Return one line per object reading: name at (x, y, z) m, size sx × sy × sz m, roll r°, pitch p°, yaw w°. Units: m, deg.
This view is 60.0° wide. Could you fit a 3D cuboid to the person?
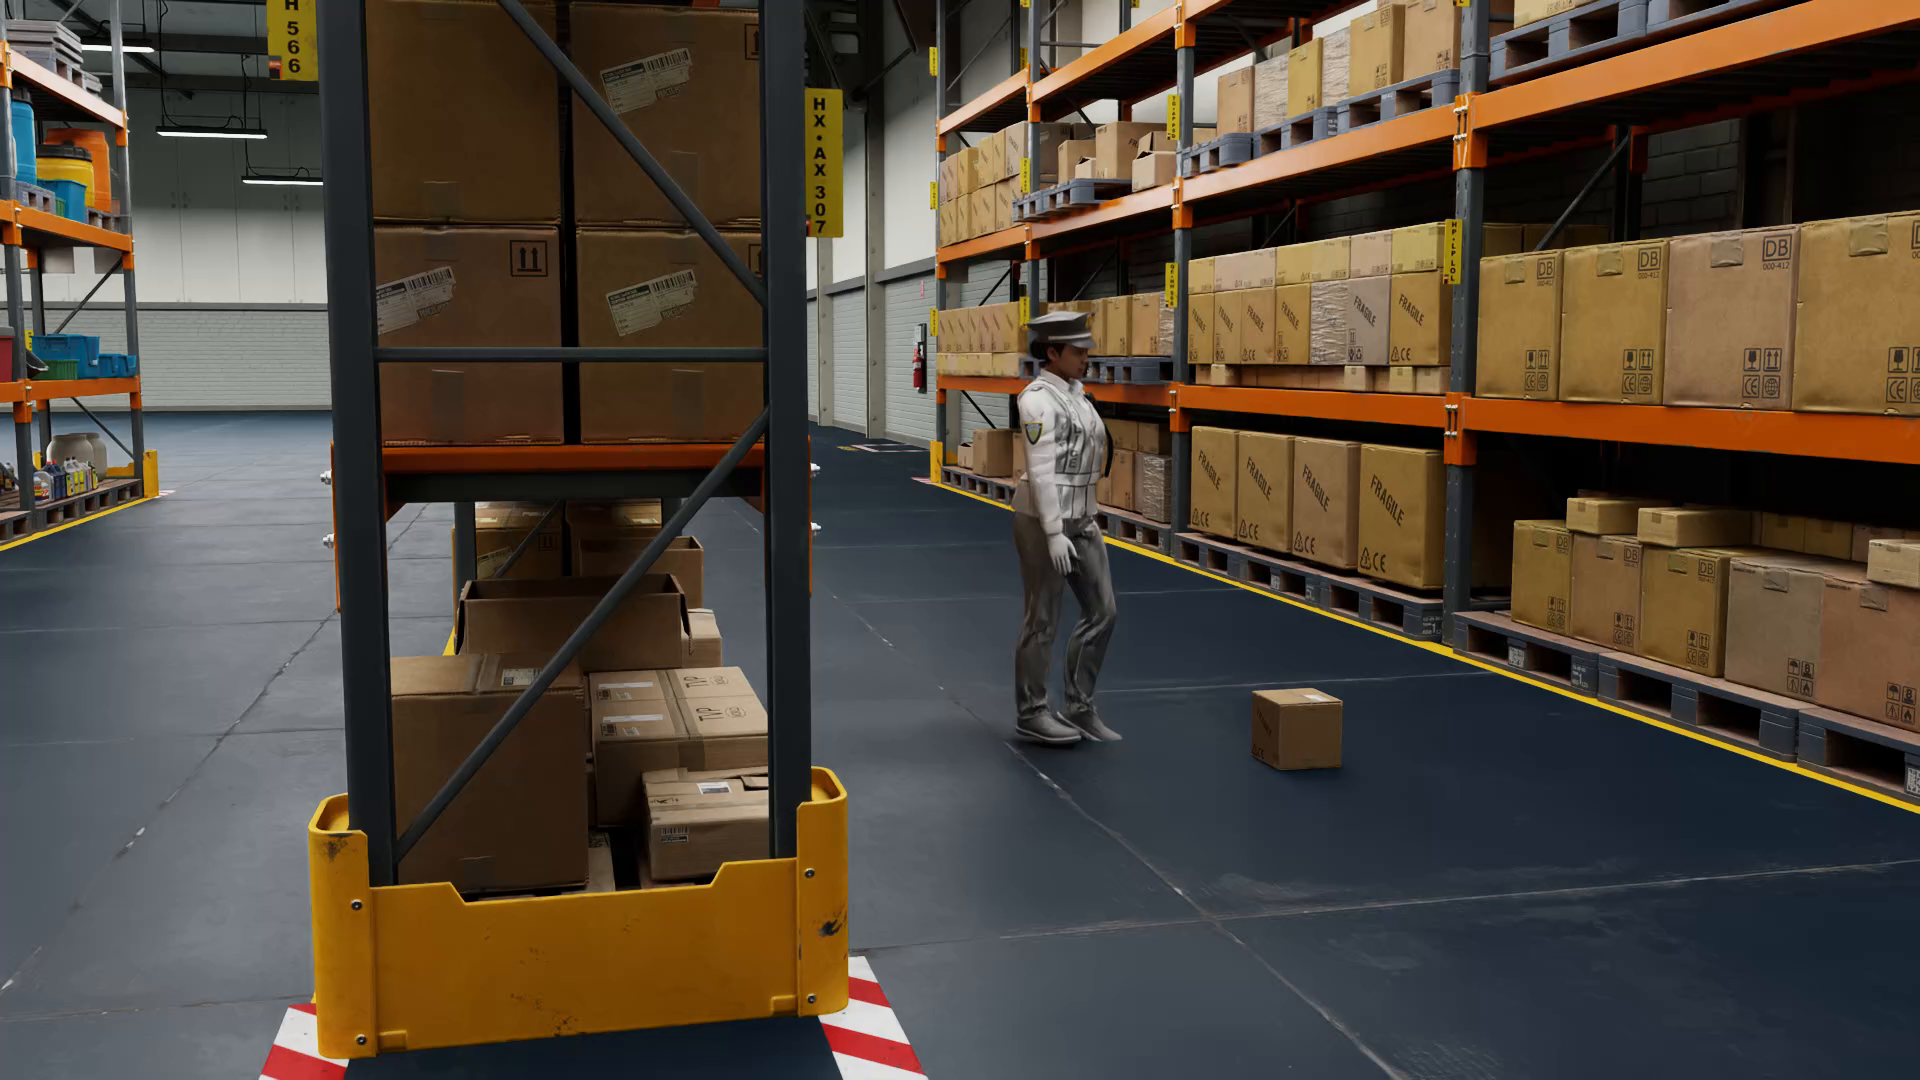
person at (0.385, -0.018, 6.412) m, size 0.362 × 1.716 × 0.489 m, roll 4°, pitch 7°, yaw 30°
